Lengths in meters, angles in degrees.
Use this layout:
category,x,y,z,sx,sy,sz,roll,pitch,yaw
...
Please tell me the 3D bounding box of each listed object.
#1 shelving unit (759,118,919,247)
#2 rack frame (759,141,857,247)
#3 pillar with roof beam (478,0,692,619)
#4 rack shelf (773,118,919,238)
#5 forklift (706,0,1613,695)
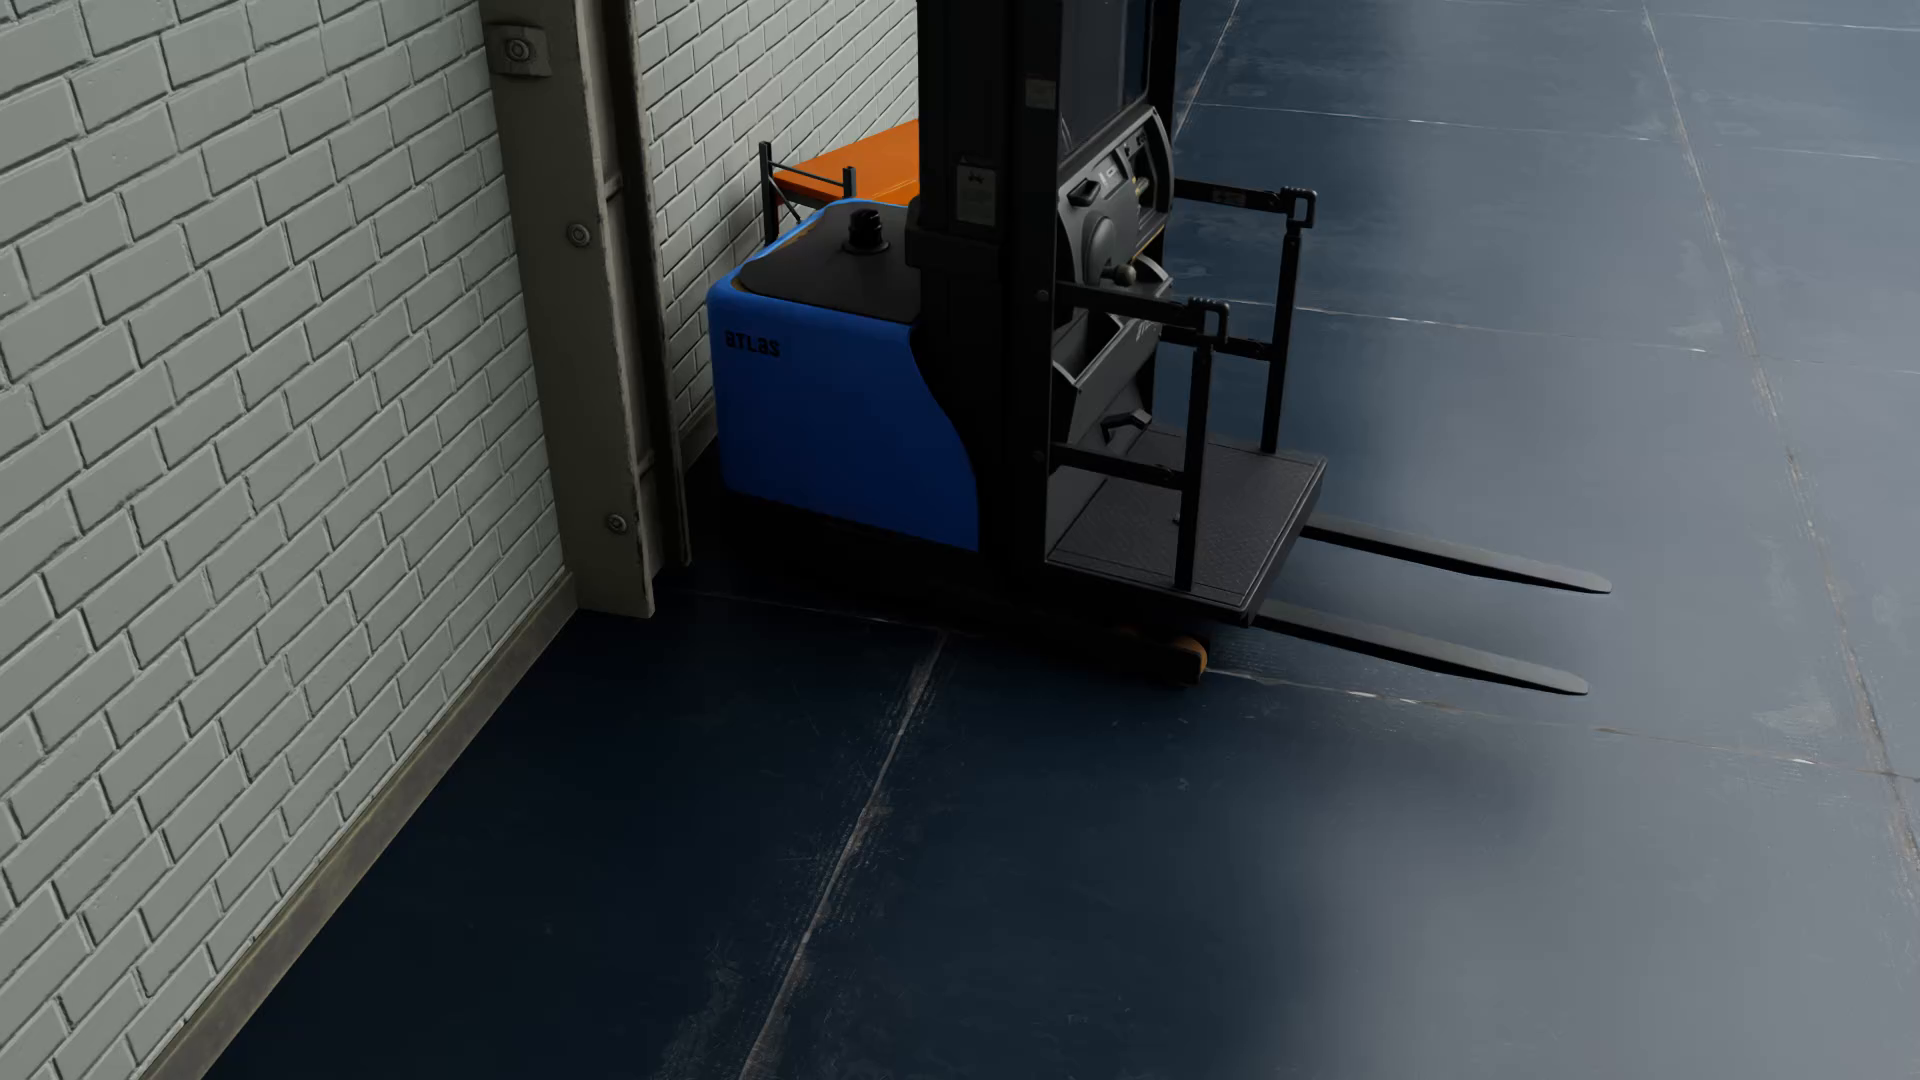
category,x,y,z,sx,sy,sz,roll,pitch,yaw
shelving unit,-0.283,-1.249,7.166,0.538,1.125,1.048,24,39,32
rack frame,-0.604,-1.037,6.833,0.500,1.125,0.032,24,39,32
pillar with roof beam,2.978,-3.060,2.675,9.100,9.000,0.400,8,33,12
rack shelf,-0.283,-1.496,7.009,0.538,0.278,1.000,24,39,32
forklift,0.685,-1.079,5.216,3.031,2.935,1.130,14,35,21
